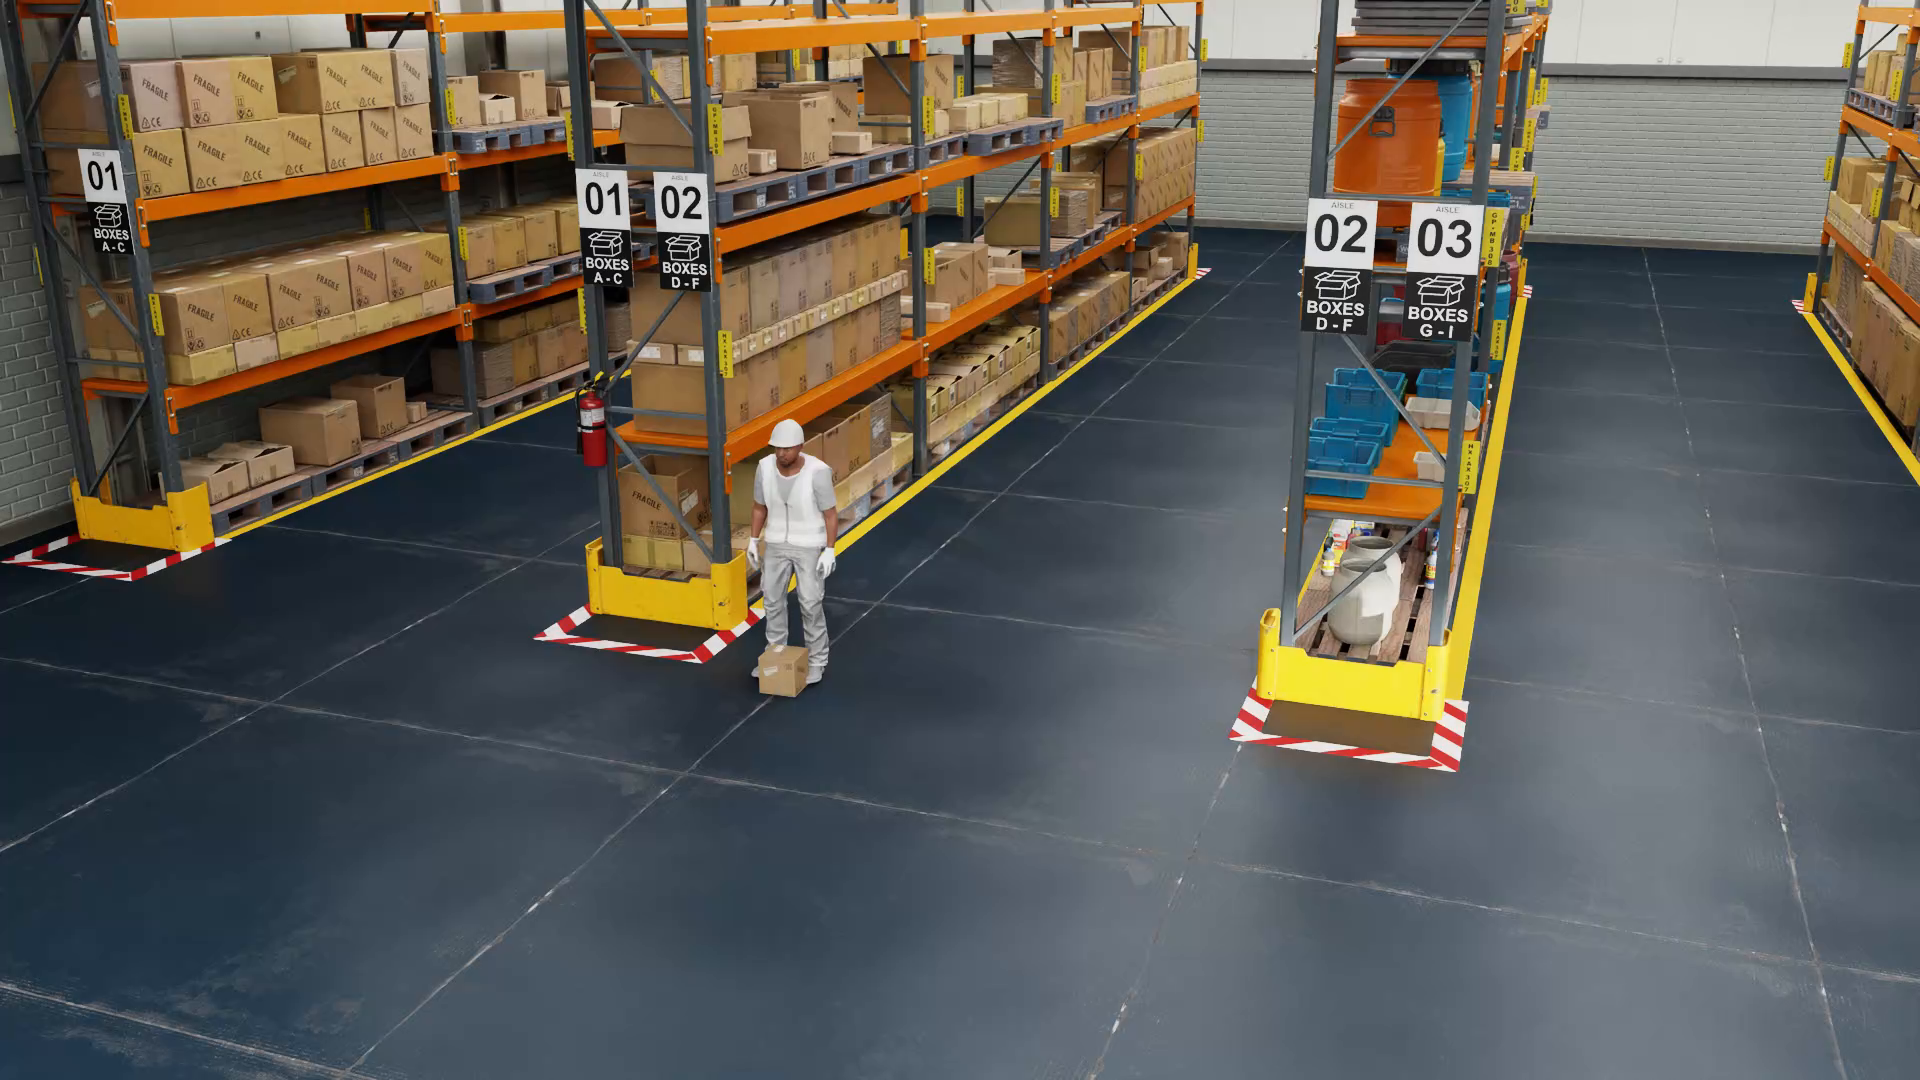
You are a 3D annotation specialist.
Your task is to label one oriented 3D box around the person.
[{"bbox_3d":[-1.093,0.061,10.860,0.619,1.774,0.446,6,20,19],"label":"person"}]
